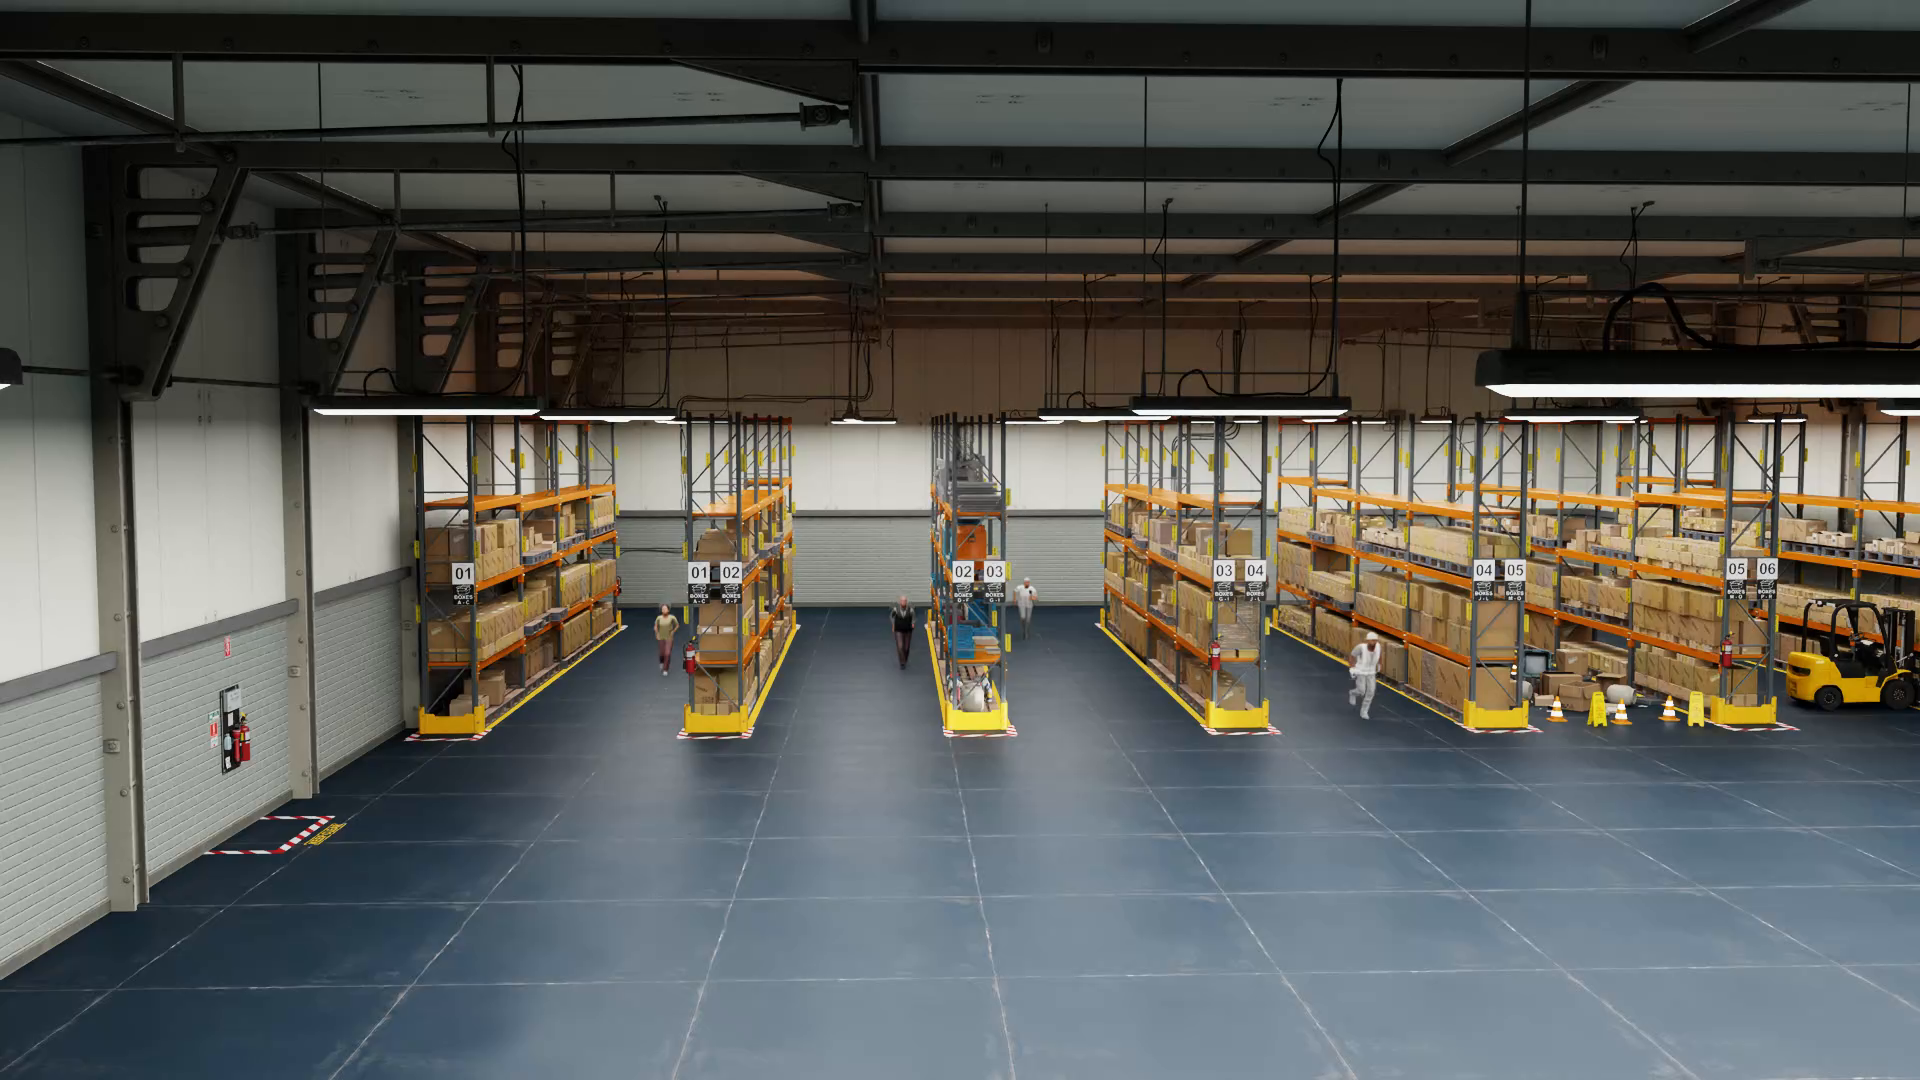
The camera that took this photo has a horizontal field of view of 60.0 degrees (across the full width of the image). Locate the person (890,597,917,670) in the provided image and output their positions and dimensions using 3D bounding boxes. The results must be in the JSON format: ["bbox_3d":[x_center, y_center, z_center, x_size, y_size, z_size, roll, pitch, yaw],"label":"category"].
[{"bbox_3d":[-1.351,2.192,39.562,0.646,1.707,0.882,0,4,-5],"label":"person"}]

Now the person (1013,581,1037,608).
[{"bbox_3d":[1.776,1.432,44.843,0.627,0.784,0.606,0,4,-3],"label":"person"}]

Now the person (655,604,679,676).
[{"bbox_3d":[-6.778,2.299,38.457,0.574,1.639,0.583,0,4,-3],"label":"person"}]

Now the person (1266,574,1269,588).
[{"bbox_3d":[8.711,1.257,48.532,0.588,1.135,0.696,-3,5,-42],"label":"person"}]

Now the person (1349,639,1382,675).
[{"bbox_3d":[8.044,2.334,32.745,0.681,0.796,0.544,-1,4,-20],"label":"person"}]
